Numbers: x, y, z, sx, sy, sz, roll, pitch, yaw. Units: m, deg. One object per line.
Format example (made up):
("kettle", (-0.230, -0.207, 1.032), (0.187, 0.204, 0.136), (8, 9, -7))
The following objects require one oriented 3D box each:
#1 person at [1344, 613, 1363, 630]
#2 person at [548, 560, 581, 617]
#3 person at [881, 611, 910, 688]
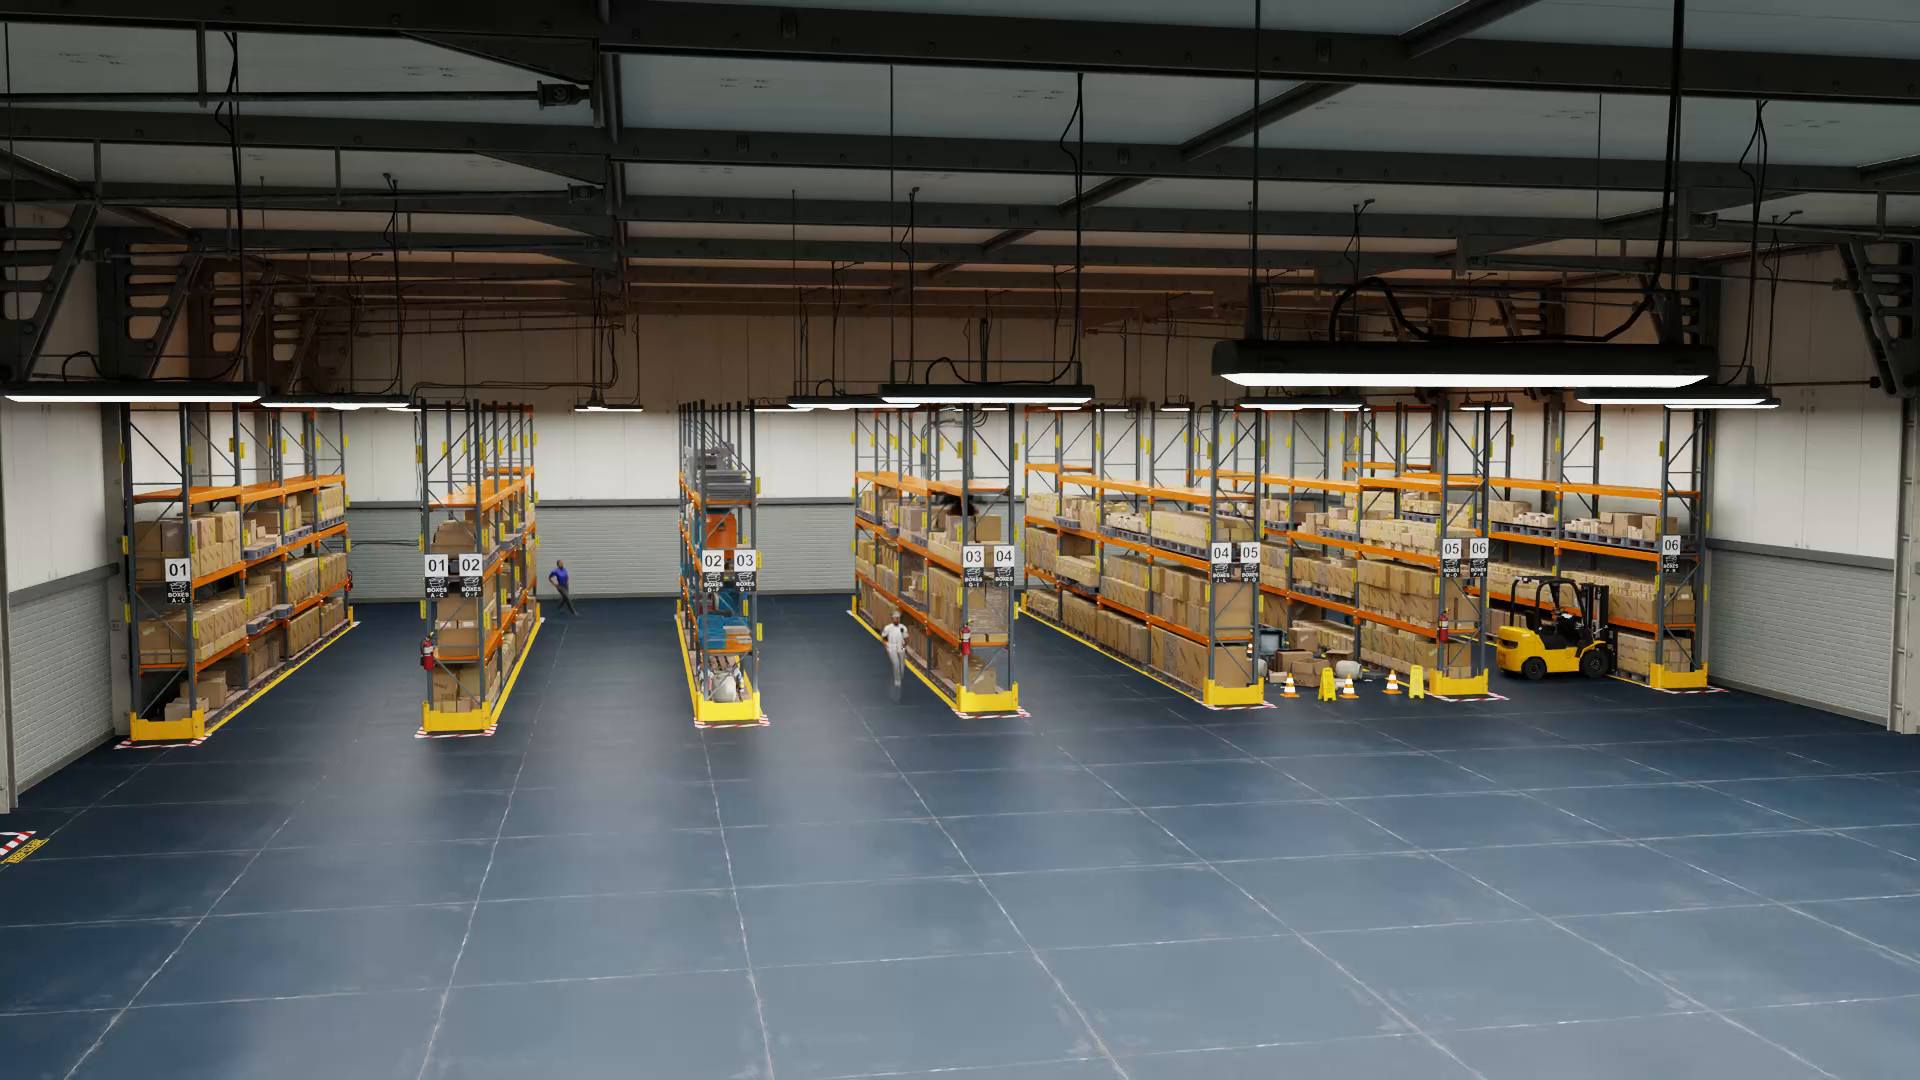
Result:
("person", (10.121, 1.716, 42.822), (0.513, 1.590, 1.023), (-1, 4, -8))
("person", (-11.272, 1.365, 47.054), (0.864, 1.629, 0.646), (2, 5, 28))
("person", (-1.300, 2.232, 33.659), (0.585, 1.612, 0.797), (-1, 4, -11))
